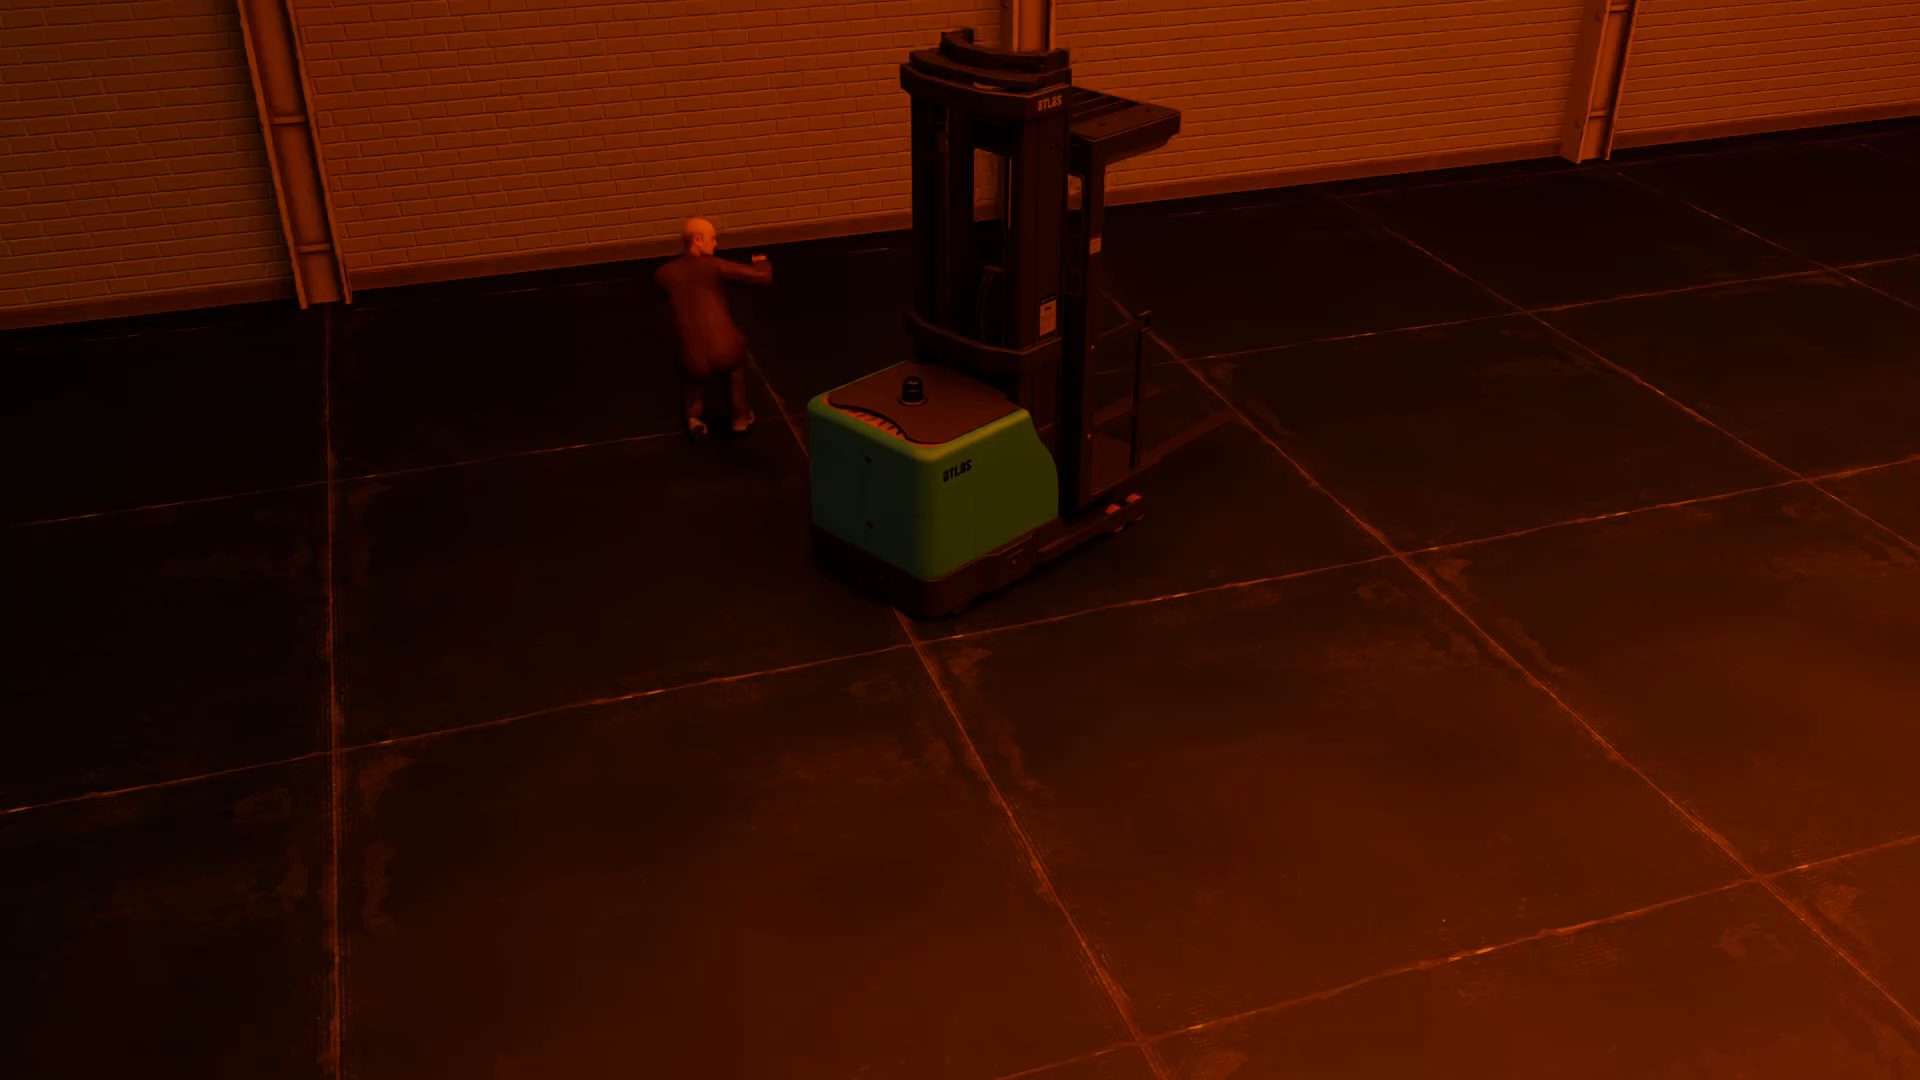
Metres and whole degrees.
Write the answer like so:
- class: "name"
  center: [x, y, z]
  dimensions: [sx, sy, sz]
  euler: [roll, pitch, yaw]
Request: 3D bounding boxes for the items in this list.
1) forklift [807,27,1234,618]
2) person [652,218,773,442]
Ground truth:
- class: "forklift"
  center: [0.521, -1.478, 9.656]
  dimensions: [1.130, 2.935, 3.031]
  euler: [26, 39, 37]
- class: "person"
  center: [-1.620, -1.431, 11.042]
  dimensions: [0.844, 1.502, 0.991]
  euler: [0, 30, 0]
